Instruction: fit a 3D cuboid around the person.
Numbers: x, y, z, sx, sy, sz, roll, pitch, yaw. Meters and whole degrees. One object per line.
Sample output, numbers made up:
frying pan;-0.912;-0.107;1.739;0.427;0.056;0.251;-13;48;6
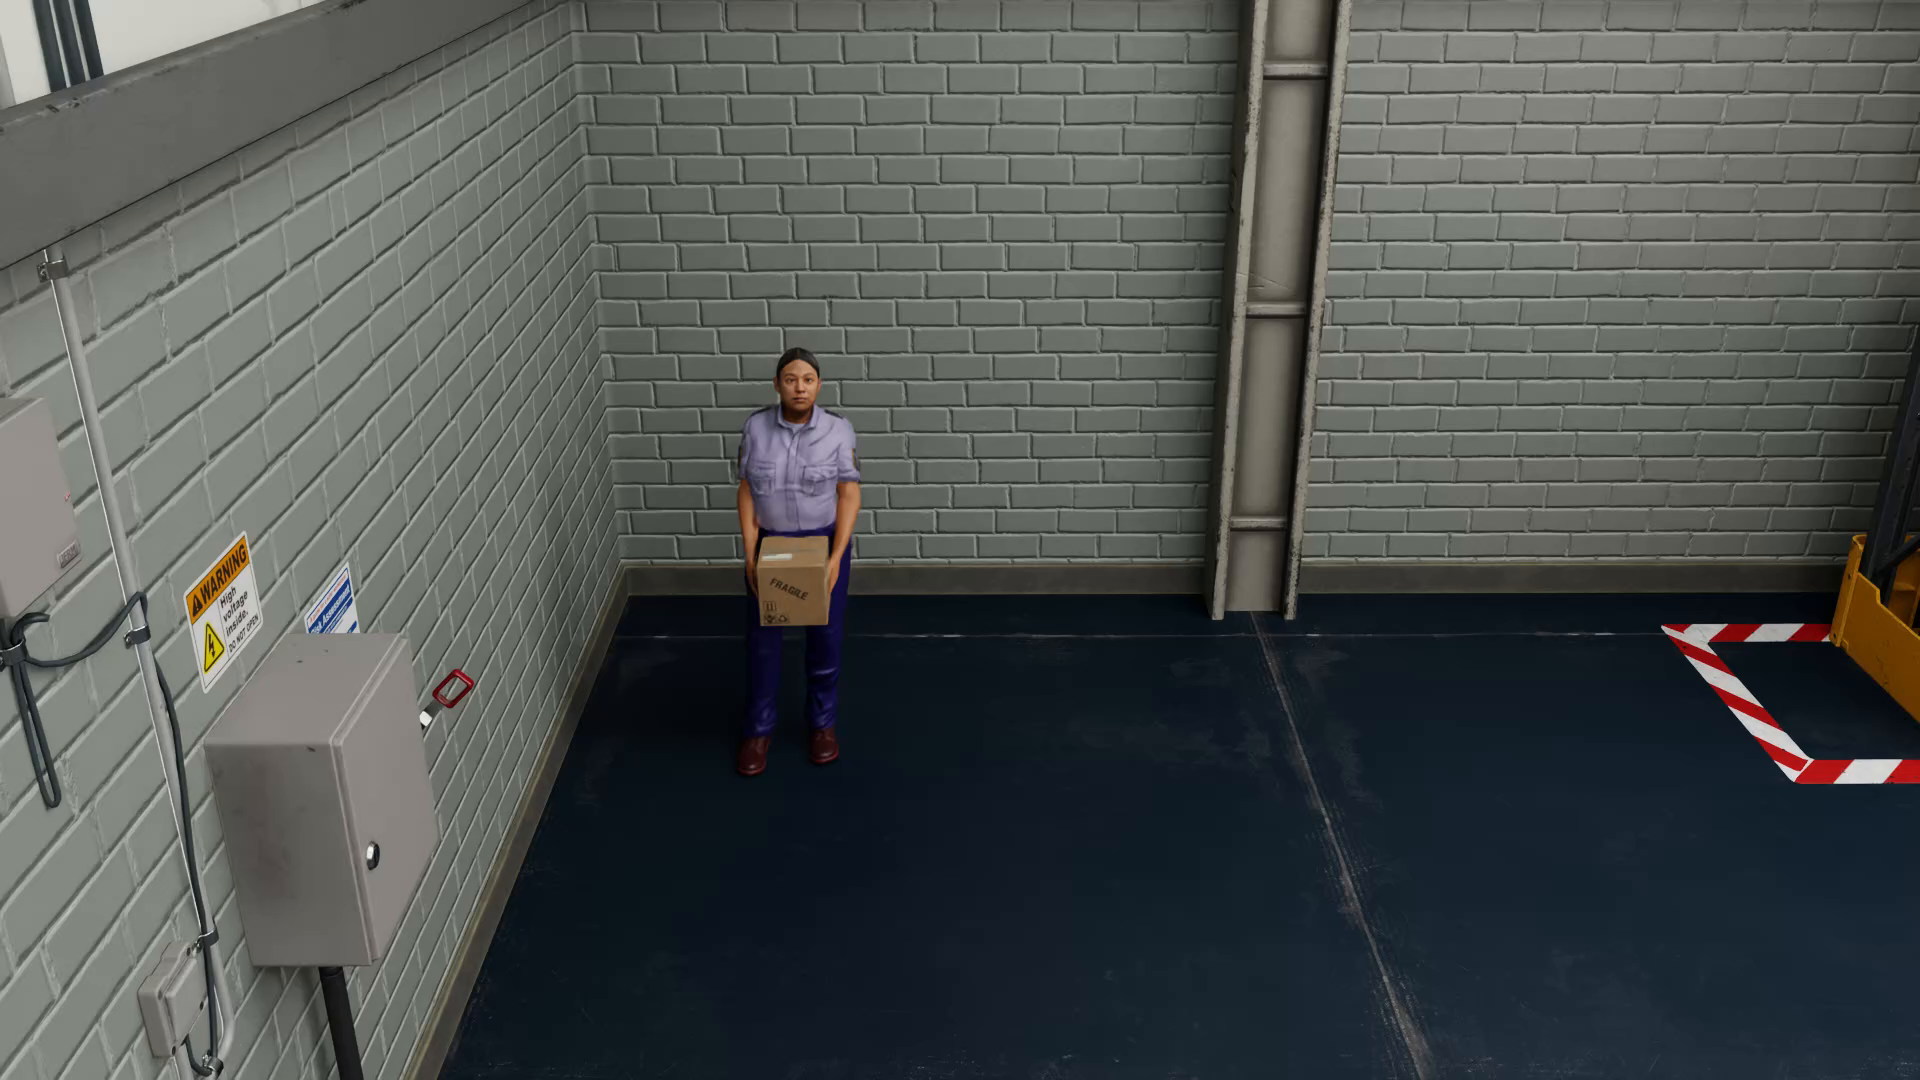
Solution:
person;-0.636;0.096;6.417;0.522;1.643;0.456;0;24;-1
